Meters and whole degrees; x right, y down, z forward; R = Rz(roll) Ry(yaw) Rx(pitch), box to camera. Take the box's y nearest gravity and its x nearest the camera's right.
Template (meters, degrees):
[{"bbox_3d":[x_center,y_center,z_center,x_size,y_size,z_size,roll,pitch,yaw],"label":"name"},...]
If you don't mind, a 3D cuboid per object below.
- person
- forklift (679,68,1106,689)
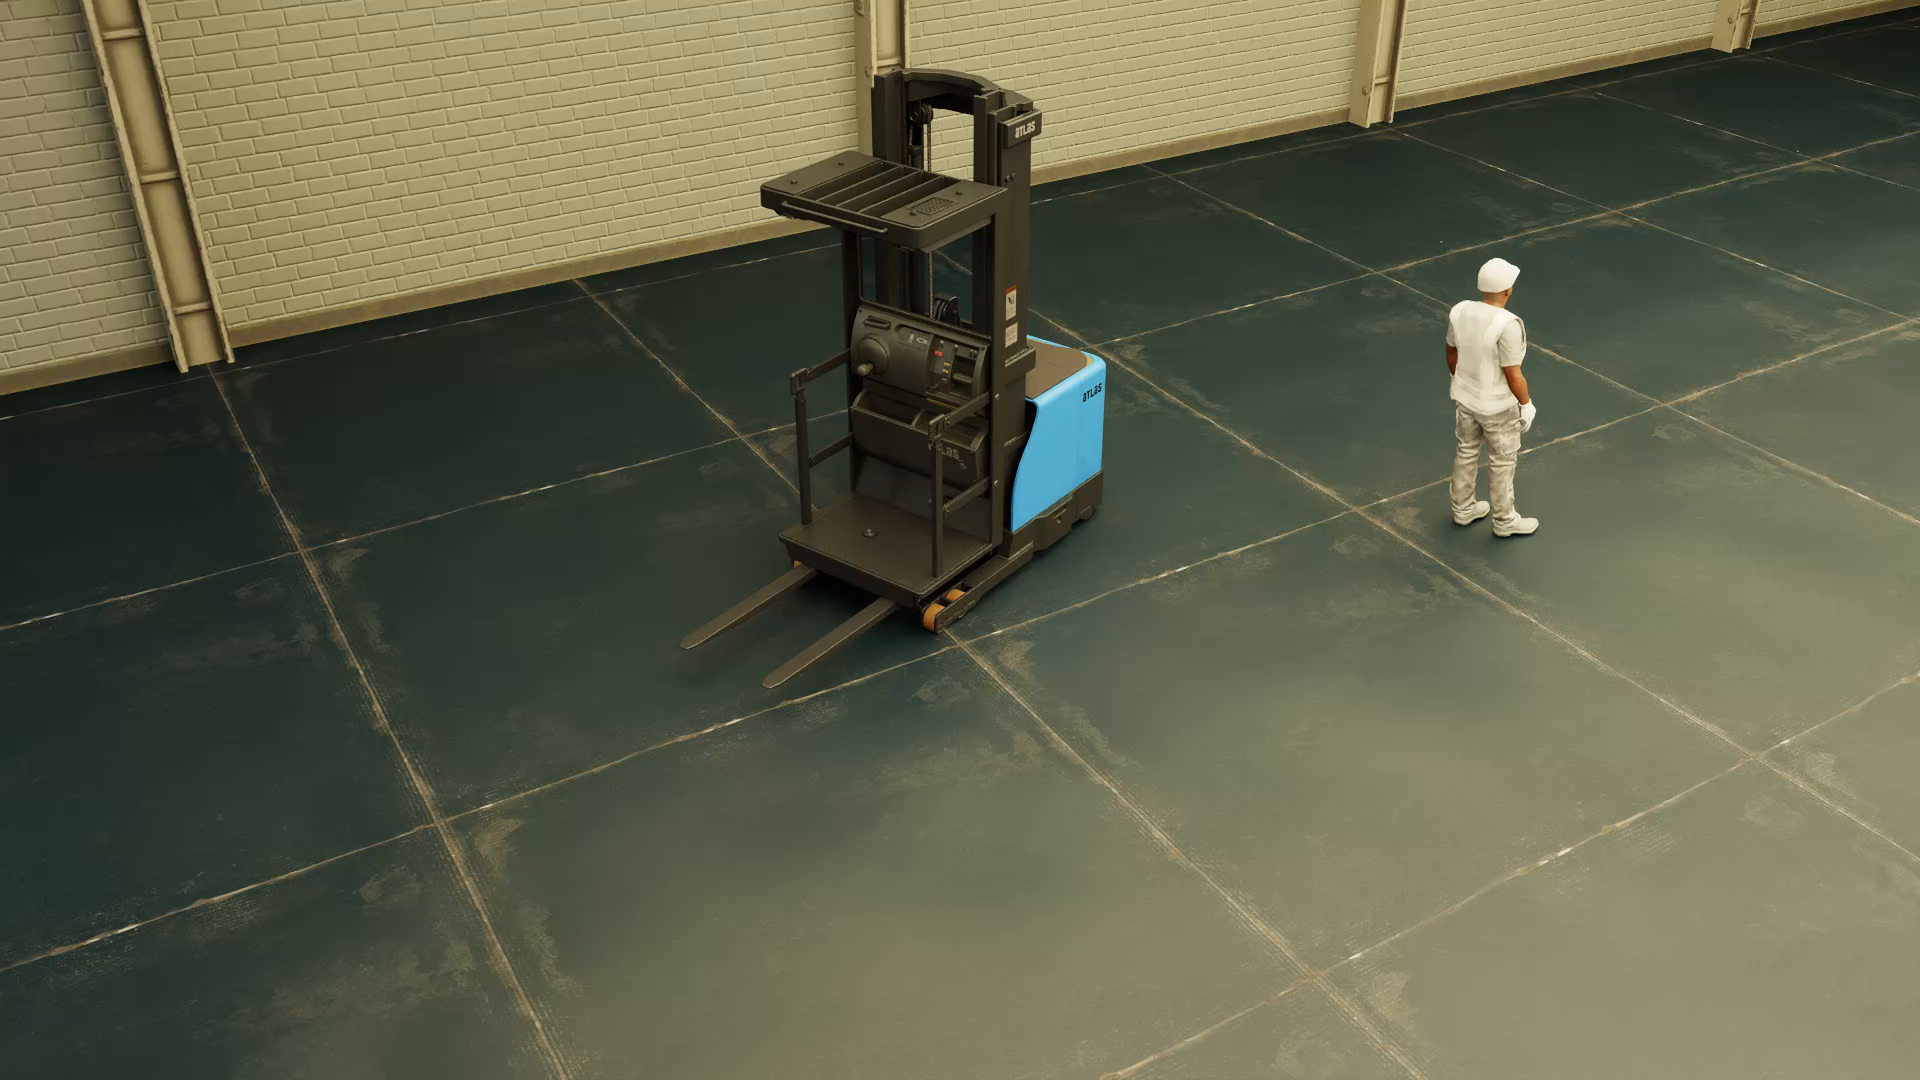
[{"bbox_3d":[3.301,-0.894,10.243,0.577,1.782,0.656,-16,34,-24],"label":"person"},{"bbox_3d":[-0.365,-1.007,9.329,1.130,2.935,3.031,21,37,31],"label":"forklift"}]
